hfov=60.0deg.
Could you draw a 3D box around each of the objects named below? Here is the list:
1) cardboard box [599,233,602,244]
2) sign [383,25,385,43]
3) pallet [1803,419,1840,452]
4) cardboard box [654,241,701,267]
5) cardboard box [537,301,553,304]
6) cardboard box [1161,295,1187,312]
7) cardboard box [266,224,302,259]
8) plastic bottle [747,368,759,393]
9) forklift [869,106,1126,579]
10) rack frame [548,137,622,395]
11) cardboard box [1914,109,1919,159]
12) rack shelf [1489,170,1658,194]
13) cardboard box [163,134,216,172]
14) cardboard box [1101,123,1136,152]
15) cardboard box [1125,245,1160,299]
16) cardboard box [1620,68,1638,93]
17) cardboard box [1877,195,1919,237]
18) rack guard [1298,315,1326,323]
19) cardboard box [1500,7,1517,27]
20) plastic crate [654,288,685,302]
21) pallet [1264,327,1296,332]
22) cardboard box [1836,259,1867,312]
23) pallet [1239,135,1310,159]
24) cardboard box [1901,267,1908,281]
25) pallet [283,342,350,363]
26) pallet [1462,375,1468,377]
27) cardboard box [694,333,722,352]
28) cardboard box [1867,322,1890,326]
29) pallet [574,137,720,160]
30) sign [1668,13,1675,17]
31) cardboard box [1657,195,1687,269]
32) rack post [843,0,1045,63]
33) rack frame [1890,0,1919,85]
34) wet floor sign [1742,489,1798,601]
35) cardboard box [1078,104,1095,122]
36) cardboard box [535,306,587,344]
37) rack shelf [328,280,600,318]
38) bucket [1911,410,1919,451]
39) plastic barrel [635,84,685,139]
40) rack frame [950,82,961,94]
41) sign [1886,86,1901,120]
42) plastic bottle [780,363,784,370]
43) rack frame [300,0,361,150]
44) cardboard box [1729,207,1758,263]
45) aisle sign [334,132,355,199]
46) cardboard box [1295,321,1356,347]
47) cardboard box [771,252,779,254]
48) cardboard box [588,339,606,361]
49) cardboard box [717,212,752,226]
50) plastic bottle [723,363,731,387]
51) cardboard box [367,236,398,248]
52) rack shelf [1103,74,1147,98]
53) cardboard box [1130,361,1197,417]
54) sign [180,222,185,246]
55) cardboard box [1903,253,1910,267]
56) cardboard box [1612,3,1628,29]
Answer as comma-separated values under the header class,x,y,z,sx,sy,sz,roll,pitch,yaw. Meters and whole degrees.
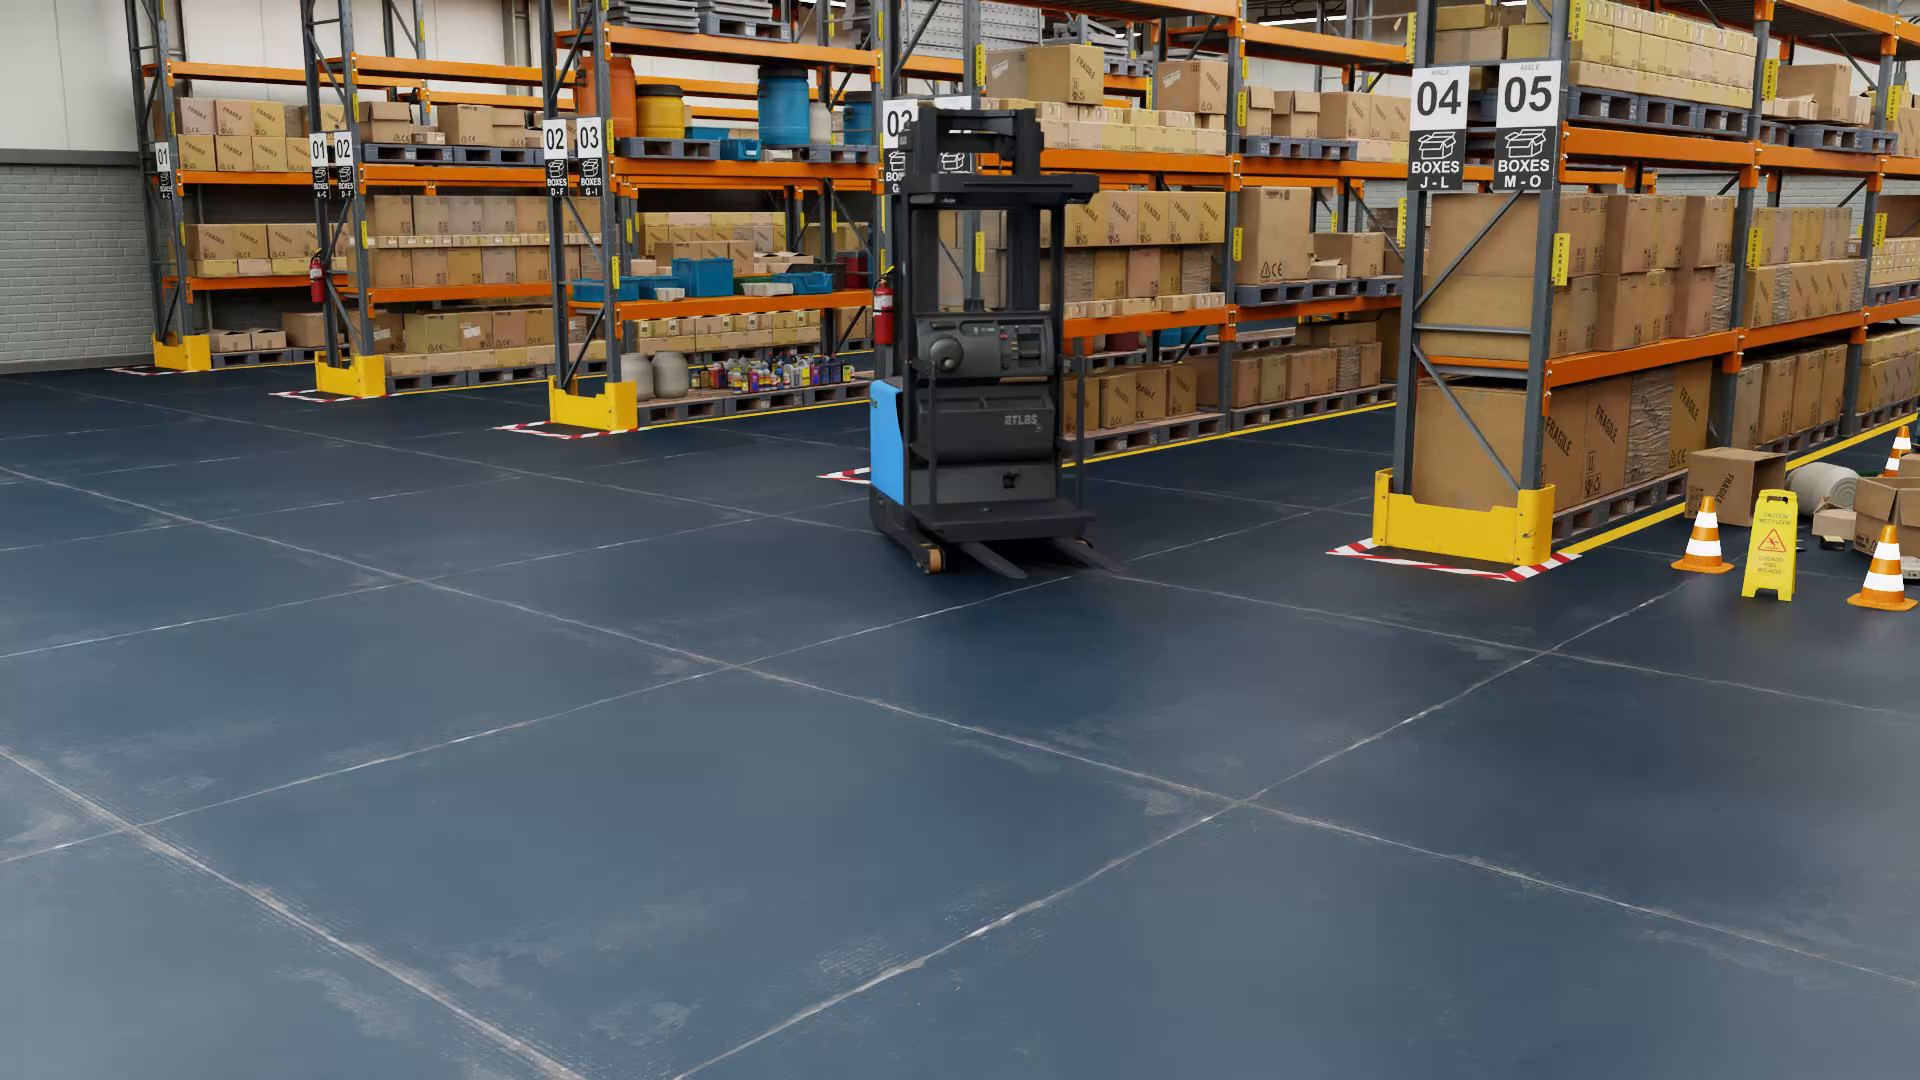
class,x,y,z,sx,sy,sz,roll,pitch,yaw
cardboard box,-5.061,-4.224,23.290,0.380,0.149,0.250,10,15,40
sign,-9.187,-8.113,26.567,0.100,0.325,0.005,10,15,40
pallet,8.119,-1.102,16.690,1.003,0.211,1.213,10,15,40
cardboard box,-4.176,-4.162,24.636,0.500,0.500,0.500,-11,16,-43
cardboard box,-7.296,-3.893,28.802,0.700,0.500,0.500,10,15,40
cardboard box,2.012,-2.335,16.383,0.380,0.149,0.250,10,15,40
cardboard box,-10.186,-4.458,24.790,0.500,0.500,0.500,9,14,39
plastic bottle,-2.371,-1.836,19.058,0.061,0.283,0.133,10,15,41
forklift,0.228,-1.304,10.758,1.130,2.935,3.031,-3,12,-16
rack frame,-3.965,-2.695,17.547,1.000,3.000,0.127,10,15,40
cardboard box,9.924,-4.294,17.638,0.500,0.500,0.500,10,15,40
rack shelf,8.997,-5.233,24.430,1.077,0.370,4.000,10,15,40
cardboard box,-10.998,-5.523,23.739,0.500,0.500,0.500,10,15,42
cardboard box,1.274,-3.716,15.382,0.500,0.250,0.500,10,15,42
cardboard box,1.442,-2.624,16.178,0.875,0.500,0.500,10,15,40
cardboard box,4.383,-3.122,11.340,0.380,0.149,0.250,10,15,41
cardboard box,11.443,-3.954,20.279,0.500,0.500,0.500,9,14,38
rack guard,6.603,-3.829,29.604,1.175,0.500,0.348,10,15,40
cardboard box,3.548,-3.522,11.308,0.380,0.149,0.250,10,15,41
plastic crate,-3.132,-2.656,18.023,0.298,0.136,0.250,10,15,40
pallet,6.024,-3.565,29.023,1.003,0.211,1.213,10,15,40
cardboard box,8.600,-2.524,16.433,0.500,0.500,0.500,10,15,40
pallet,2.884,-4.099,17.397,1.213,0.211,1.003,10,15,40
cardboard box,10.189,-2.932,18.300,0.380,0.149,0.250,9,14,39
pallet,-9.988,-2.913,25.759,1.003,0.211,1.213,10,15,40
pallet,6.419,-2.149,21.933,1.003,0.211,1.213,10,15,40
cardboard box,-3.912,-2.961,24.826,0.500,0.250,0.500,9,15,39
cardboard box,10.650,-2.437,19.652,0.500,0.250,0.500,9,14,38
pallet,-3.345,-4.183,17.818,1.003,0.211,1.213,10,15,40
sign,10.716,-7.775,25.078,0.100,0.325,0.005,10,15,40
cardboard box,5.051,-2.383,12.843,0.875,0.550,0.550,10,15,40
rack post,-0.089,-6.624,21.392,1.013,1.000,3.121,10,15,40
rack frame,11.336,-6.106,19.307,1.000,3.000,0.127,10,15,40
wet floor sign,4.883,0.016,9.983,0.267,0.644,0.232,7,13,31
cardboard box,0.995,-3.845,15.012,0.380,0.149,0.250,9,14,38
cardboard box,-5.523,-2.981,23.013,0.500,0.500,0.500,10,15,40
rack shelf,-6.363,-3.278,22.300,1.077,0.370,4.000,10,15,40
bucket,7.697,-0.809,12.581,0.620,0.611,0.726,5,7,-30
plastic barrel,-3.308,-4.648,18.115,0.600,0.588,0.600,0,11,0
rack frame,0.238,-8.044,29.008,1.000,3.000,0.127,10,15,40
sign,9.107,-4.266,16.231,0.100,0.325,0.005,10,15,40
plastic bottle,-2.063,-1.950,19.627,0.061,0.283,0.133,10,15,40
rack frame,-7.683,-6.278,20.168,1.000,3.000,0.127,10,15,40
cardboard box,6.379,-2.600,14.264,0.700,0.500,0.500,9,15,39
aisle sign,-7.496,-4.562,20.255,0.394,0.787,0.004,10,15,40
cardboard box,4.274,-2.408,19.452,0.500,0.250,0.500,-10,15,-41
cardboard box,-3.645,-5.502,32.188,0.380,0.149,0.250,10,15,41
cardboard box,-5.185,-2.686,23.448,0.500,0.250,0.500,10,15,40
cardboard box,-4.283,-6.063,31.429,0.500,0.250,0.500,10,15,41
plastic bottle,-2.803,-1.956,19.677,0.152,0.276,0.135,9,15,39
cardboard box,-7.262,-3.733,20.832,0.380,0.149,0.250,10,15,40
rack shelf,2.636,-6.559,24.435,1.077,0.370,4.000,10,15,40
cardboard box,2.102,-1.570,17.222,0.500,0.500,0.500,9,15,39
sign,-10.999,-4.330,23.524,0.100,0.325,0.005,10,15,40
cardboard box,10.190,-3.079,18.280,0.380,0.149,0.250,11,15,42
cardboard box,4.209,-3.475,11.070,0.380,0.149,0.250,10,15,40
